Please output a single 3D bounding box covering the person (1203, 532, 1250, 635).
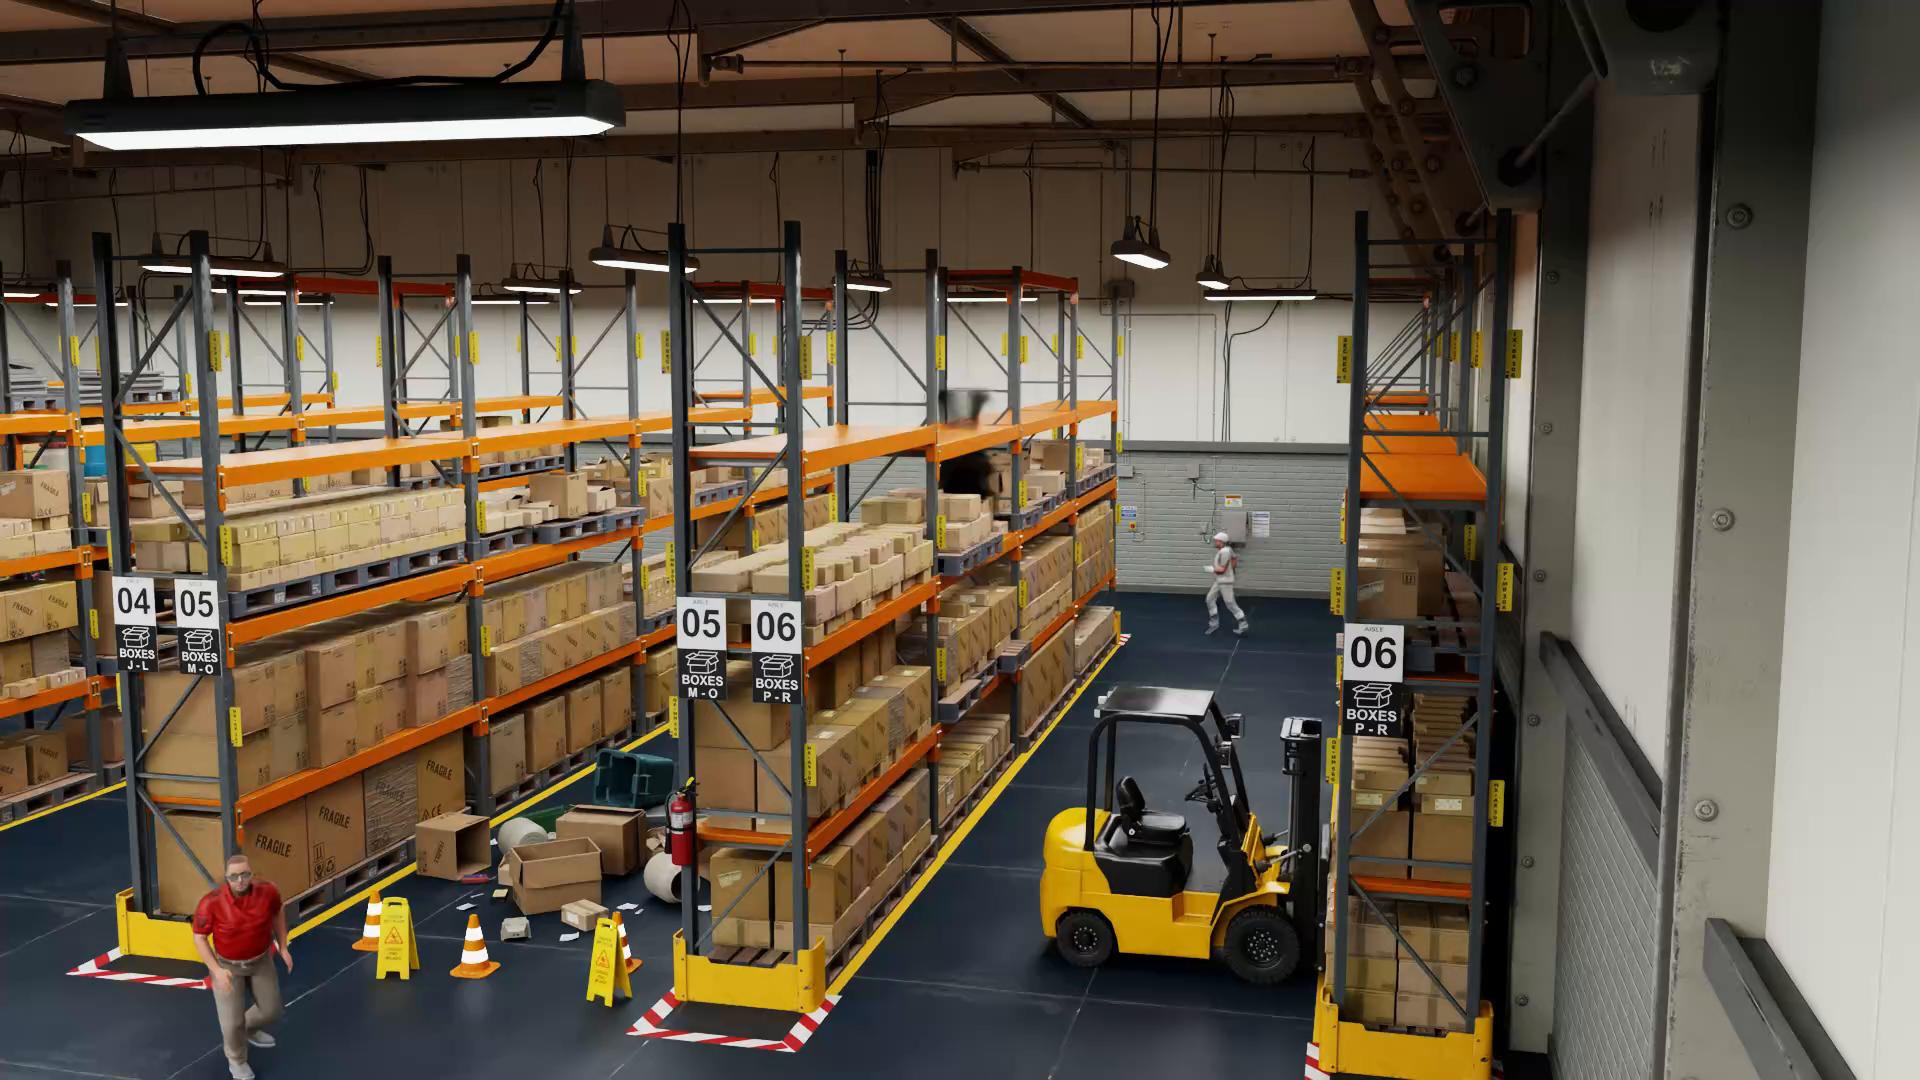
[{"bbox_3d":[4.614,0.772,28.780,0.823,1.816,0.662,1,7,8],"label":"person"}]

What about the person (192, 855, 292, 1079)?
[{"bbox_3d":[-5.022,2.941,11.595,0.646,1.651,0.779,-6,9,-41],"label":"person"}]
